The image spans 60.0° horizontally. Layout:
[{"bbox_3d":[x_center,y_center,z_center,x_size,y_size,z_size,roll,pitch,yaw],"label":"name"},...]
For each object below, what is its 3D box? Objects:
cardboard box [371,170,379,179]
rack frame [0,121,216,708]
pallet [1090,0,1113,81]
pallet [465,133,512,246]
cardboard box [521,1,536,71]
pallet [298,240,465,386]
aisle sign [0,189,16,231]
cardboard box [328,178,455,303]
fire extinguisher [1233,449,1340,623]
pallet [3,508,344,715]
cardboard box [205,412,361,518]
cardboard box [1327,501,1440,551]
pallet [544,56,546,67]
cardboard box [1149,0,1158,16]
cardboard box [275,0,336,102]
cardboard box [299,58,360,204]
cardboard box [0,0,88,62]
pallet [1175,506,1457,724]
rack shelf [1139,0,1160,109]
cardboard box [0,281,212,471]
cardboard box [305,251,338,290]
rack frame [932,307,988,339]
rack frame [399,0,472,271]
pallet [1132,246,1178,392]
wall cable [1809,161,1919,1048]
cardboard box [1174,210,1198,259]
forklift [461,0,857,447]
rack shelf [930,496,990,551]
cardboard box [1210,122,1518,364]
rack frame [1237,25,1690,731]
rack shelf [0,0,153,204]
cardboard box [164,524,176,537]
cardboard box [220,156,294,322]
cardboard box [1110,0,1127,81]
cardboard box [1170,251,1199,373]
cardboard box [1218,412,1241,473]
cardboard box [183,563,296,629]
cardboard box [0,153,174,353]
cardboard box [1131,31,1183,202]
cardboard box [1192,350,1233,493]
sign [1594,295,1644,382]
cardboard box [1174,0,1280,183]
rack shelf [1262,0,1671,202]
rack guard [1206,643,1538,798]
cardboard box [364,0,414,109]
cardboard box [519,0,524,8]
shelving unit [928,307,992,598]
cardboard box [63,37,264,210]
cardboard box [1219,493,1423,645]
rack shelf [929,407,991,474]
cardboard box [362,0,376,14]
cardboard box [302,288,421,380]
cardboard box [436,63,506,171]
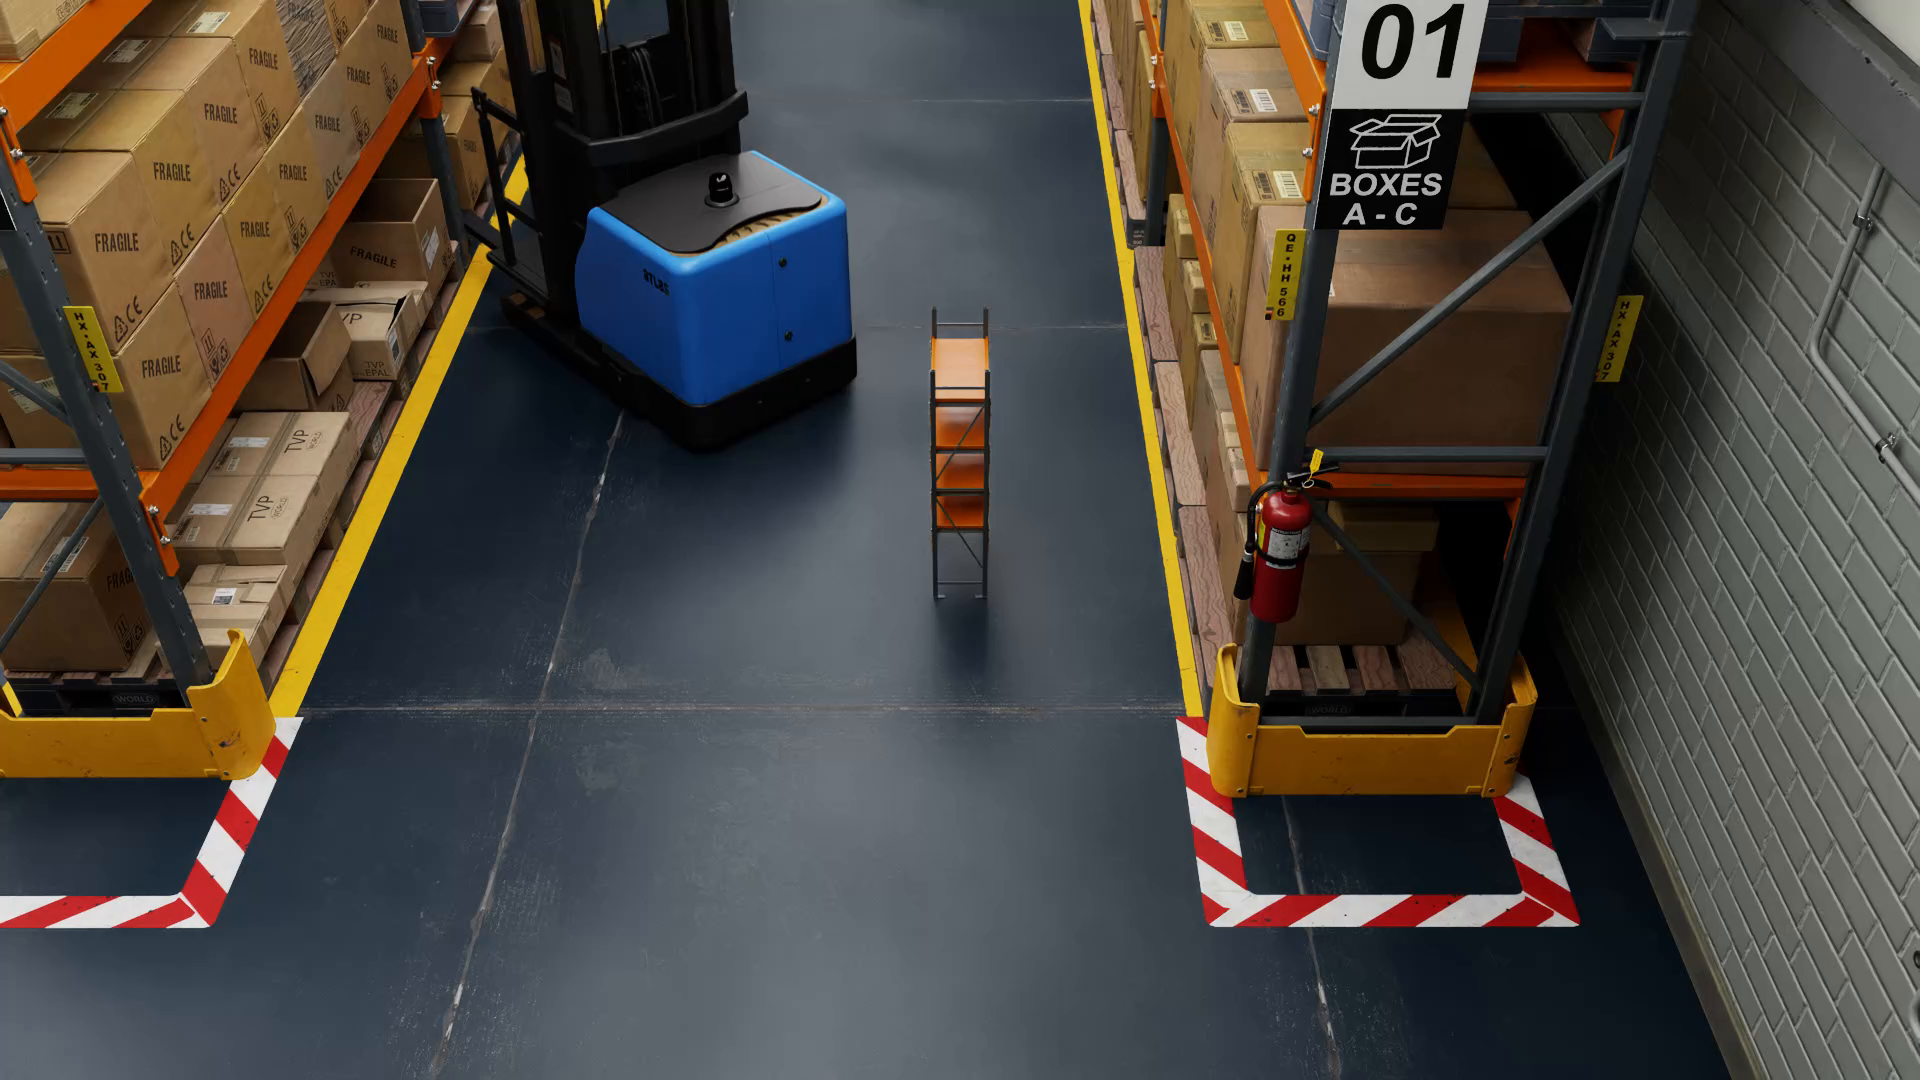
[{"bbox_3d":[-3.667,-2.288,9.853,0.500,0.500,0.500,0,39,0],"label":"cardboard box"},{"bbox_3d":[-3.375,-0.282,5.703,1.000,3.000,0.127,0,39,0],"label":"rack frame"},{"bbox_3d":[1.495,-3.709,12.210,1.003,0.211,1.213,0,39,0],"label":"pallet"},{"bbox_3d":[-3.419,-2.203,10.331,1.003,0.211,1.213,0,39,0],"label":"pallet"},{"bbox_3d":[-3.142,-3.244,11.047,0.500,0.500,0.500,-1,39,-2],"label":"cardboard box"},{"bbox_3d":[-3.380,-1.265,9.160,1.003,0.211,1.213,0,39,0],"label":"pallet"},{"bbox_3d":[-3.082,-1.254,4.837,0.394,0.787,0.004,0,39,0],"label":"aisle sign"},{"bbox_3d":[-3.096,-1.623,9.024,0.500,0.500,0.500,0,39,0],"label":"cardboard box"},{"bbox_3d":[1.117,-0.017,5.733,0.296,0.674,0.183,0,39,0],"label":"fire extinguisher"},{"bbox_3d":[-3.377,0.261,7.256,1.003,0.211,1.213,0,39,0],"label":"pallet"},{"bbox_3d":[-3.093,-0.346,7.630,0.500,0.250,0.500,0,39,0],"label":"cardboard box"},{"bbox_3d":[1.678,-0.089,6.606,0.380,0.149,0.250,0,39,0],"label":"cardboard box"},{"bbox_3d":[-3.421,-3.729,12.235,1.003,0.211,1.213,0,39,0],"label":"pallet"},{"bbox_3d":[1.266,-3.068,9.364,0.380,0.149,0.250,1,39,1],"label":"cardboard box"},{"bbox_3d":[-3.117,-2.261,7.293,0.500,0.500,0.500,0,39,0],"label":"cardboard box"},{"bbox_3d":[-3.118,-1.866,7.600,0.500,0.500,0.500,1,39,1],"label":"cardboard box"},{"bbox_3d":[-3.122,-1.715,5.213,0.500,0.250,0.500,0,39,0],"label":"cardboard box"},{"bbox_3d":[1.499,0.301,7.206,1.003,0.211,1.213,0,39,0],"label":"pallet"},{"bbox_3d":[1.571,-3.759,10.617,1.077,0.370,4.000,0,39,0],"label":"rack shelf"},{"bbox_3d":[-3.112,-0.598,6.018,0.500,0.500,0.500,1,39,1],"label":"cardboard box"},{"bbox_3d":[-3.596,-1.643,9.200,0.500,0.311,0.500,0,39,0],"label":"cardboard box"},{"bbox_3d":[0.000,-0.517,7.436,0.240,1.200,0.015,0,39,0],"label":"rack frame"},{"bbox_3d":[-3.380,-2.783,8.824,1.000,3.000,0.127,0,39,0],"label":"rack frame"},{"bbox_3d":[1.496,-1.225,9.110,1.003,0.211,1.213,0,39,0],"label":"pallet"},{"bbox_3d":[2.526,0.116,4.394,0.084,1.984,1.851,0,39,0],"label":"wall cable"},{"bbox_3d":[1.290,-1.548,8.428,0.380,0.149,0.250,1,39,1],"label":"cardboard box"},{"bbox_3d":[-1.894,-2.445,8.458,1.130,2.935,3.031,-29,47,-31],"label":"forklift"},{"bbox_3d":[0.000,-0.157,7.412,0.258,0.148,0.480,0,39,0],"label":"rack shelf"},{"bbox_3d":[1.556,-1.178,6.582,0.980,0.700,0.700,0,39,0],"label":"cardboard box"},{"bbox_3d":[1.578,-0.288,5.710,1.000,3.000,0.127,0,39,0],"label":"rack frame"},{"bbox_3d":[-3.378,-2.422,6.550,1.077,0.370,4.000,0,39,0],"label":"rack shelf"},{"bbox_3d":[-3.533,0.059,7.191,0.380,0.166,0.250,0,39,0],"label":"cardboard box"},{"bbox_3d":[-3.116,-1.235,6.812,0.500,0.500,0.500,0,39,0],"label":"cardboard box"},{"bbox_3d":[1.433,-3.608,11.236,0.750,0.750,0.750,0,39,0],"label":"cardboard box"},{"bbox_3d":[1.469,-1.195,8.506,0.700,0.500,0.500,0,39,-1],"label":"cardboard box"},{"bbox_3d":[1.294,-0.407,7.003,0.380,0.149,0.250,1,39,1],"label":"cardboard box"},{"bbox_3d":[-3.032,0.234,6.973,0.380,0.166,0.250,0,39,0],"label":"cardboard box"},{"bbox_3d":[-3.112,-0.988,5.705,0.500,0.500,0.500,1,39,1],"label":"cardboard box"},{"bbox_3d":[1.443,-2.520,9.880,0.750,0.750,0.750,0,39,0],"label":"cardboard box"},{"bbox_3d":[1.476,-0.541,7.690,0.700,0.500,0.500,-1,39,-2],"label":"cardboard box"},{"bbox_3d":[2.133,-0.653,5.410,0.100,0.325,0.005,0,39,0],"label":"sign"},{"bbox_3d":[1.553,-2.110,7.745,0.980,0.700,0.700,-1,39,-1],"label":"cardboard box"},{"bbox_3d":[1.576,-2.428,6.558,1.077,0.370,4.000,0,39,0],"label":"rack shelf"},{"bbox_3d":[1.578,0.703,6.473,1.175,0.500,0.348,0,39,0],"label":"rack guard"},{"bbox_3d":[-3.123,-2.510,8.403,0.500,0.500,0.500,1,39,1],"label":"cardboard box"},{"bbox_3d":[-3.139,-3.514,10.783,0.500,0.250,0.500,-1,39,-1],"label":"cardboard box"},{"bbox_3d":[0.000,-0.365,7.246,0.258,1.200,0.503,0,39,0],"label":"shelving unit"},{"bbox_3d":[-3.116,-1.628,6.504,0.500,0.500,0.500,0,39,1],"label":"cardboard box"},{"bbox_3d":[1.478,0.086,6.907,0.700,0.500,0.500,0,39,0],"label":"cardboard box"},{"bbox_3d":[0.000,-0.487,7.148,0.258,0.148,0.480,0,39,0],"label":"rack shelf"},{"bbox_3d":[-3.120,-2.896,8.086,0.500,0.500,0.500,0,39,0],"label":"cardboard box"},{"bbox_3d":[-3.095,-1.080,8.498,0.500,0.311,0.500,0,39,0],"label":"cardboard box"},{"bbox_3d":[-3.149,-2.615,10.262,0.500,0.500,0.500,0,39,1],"label":"cardboard box"}]
